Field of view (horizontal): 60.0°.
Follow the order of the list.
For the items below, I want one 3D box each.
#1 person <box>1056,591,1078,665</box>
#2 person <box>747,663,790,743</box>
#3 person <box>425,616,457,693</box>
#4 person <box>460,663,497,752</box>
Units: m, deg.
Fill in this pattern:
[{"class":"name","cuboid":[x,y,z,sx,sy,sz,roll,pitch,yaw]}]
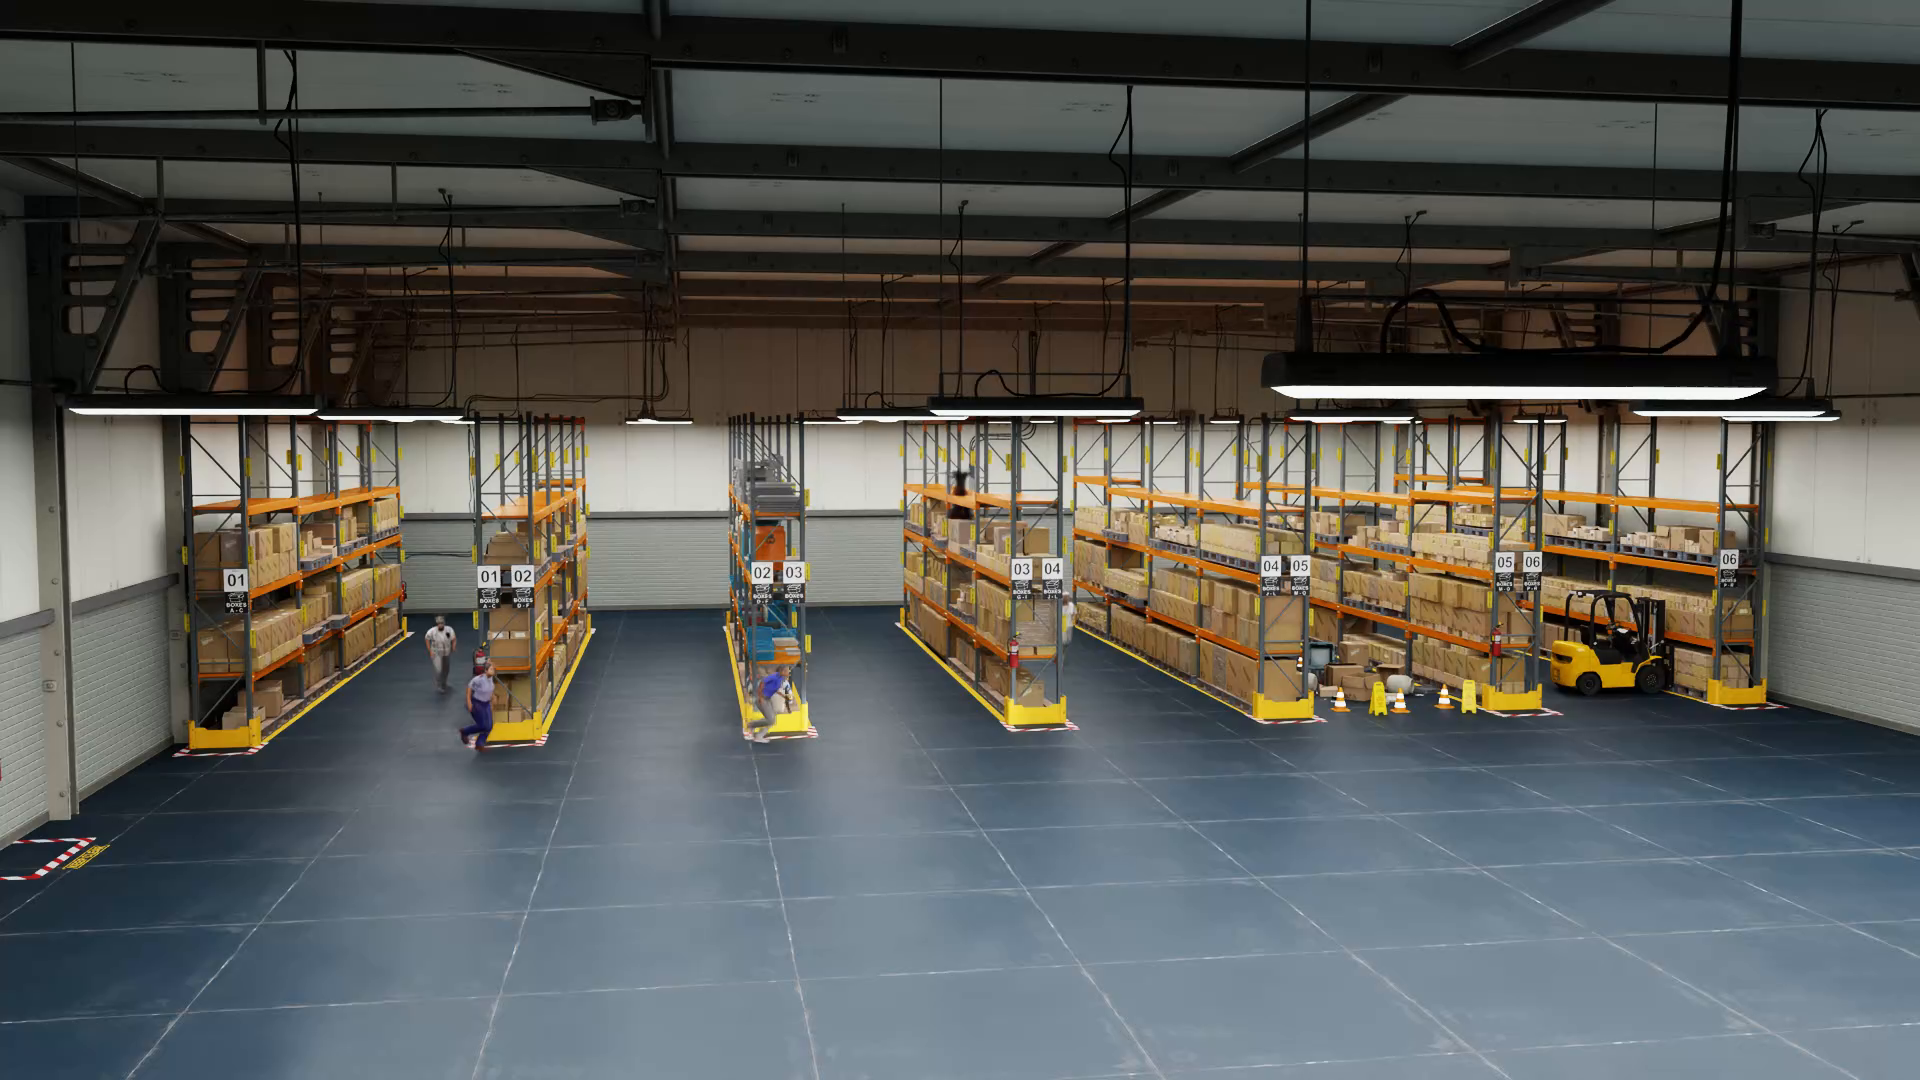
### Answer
[{"class":"person","cuboid":[2.521,2.116,39.980,0.653,1.791,0.714,-2,4,-22]},{"class":"person","cuboid":[-3.478,2.956,30.043,0.787,1.473,0.594,1,4,13]},{"class":"person","cuboid":[-11.199,2.450,35.965,0.706,1.681,0.927,-3,5,-41]},{"class":"person","cuboid":[-8.502,2.946,29.381,0.661,1.584,0.600,1,4,18]}]
